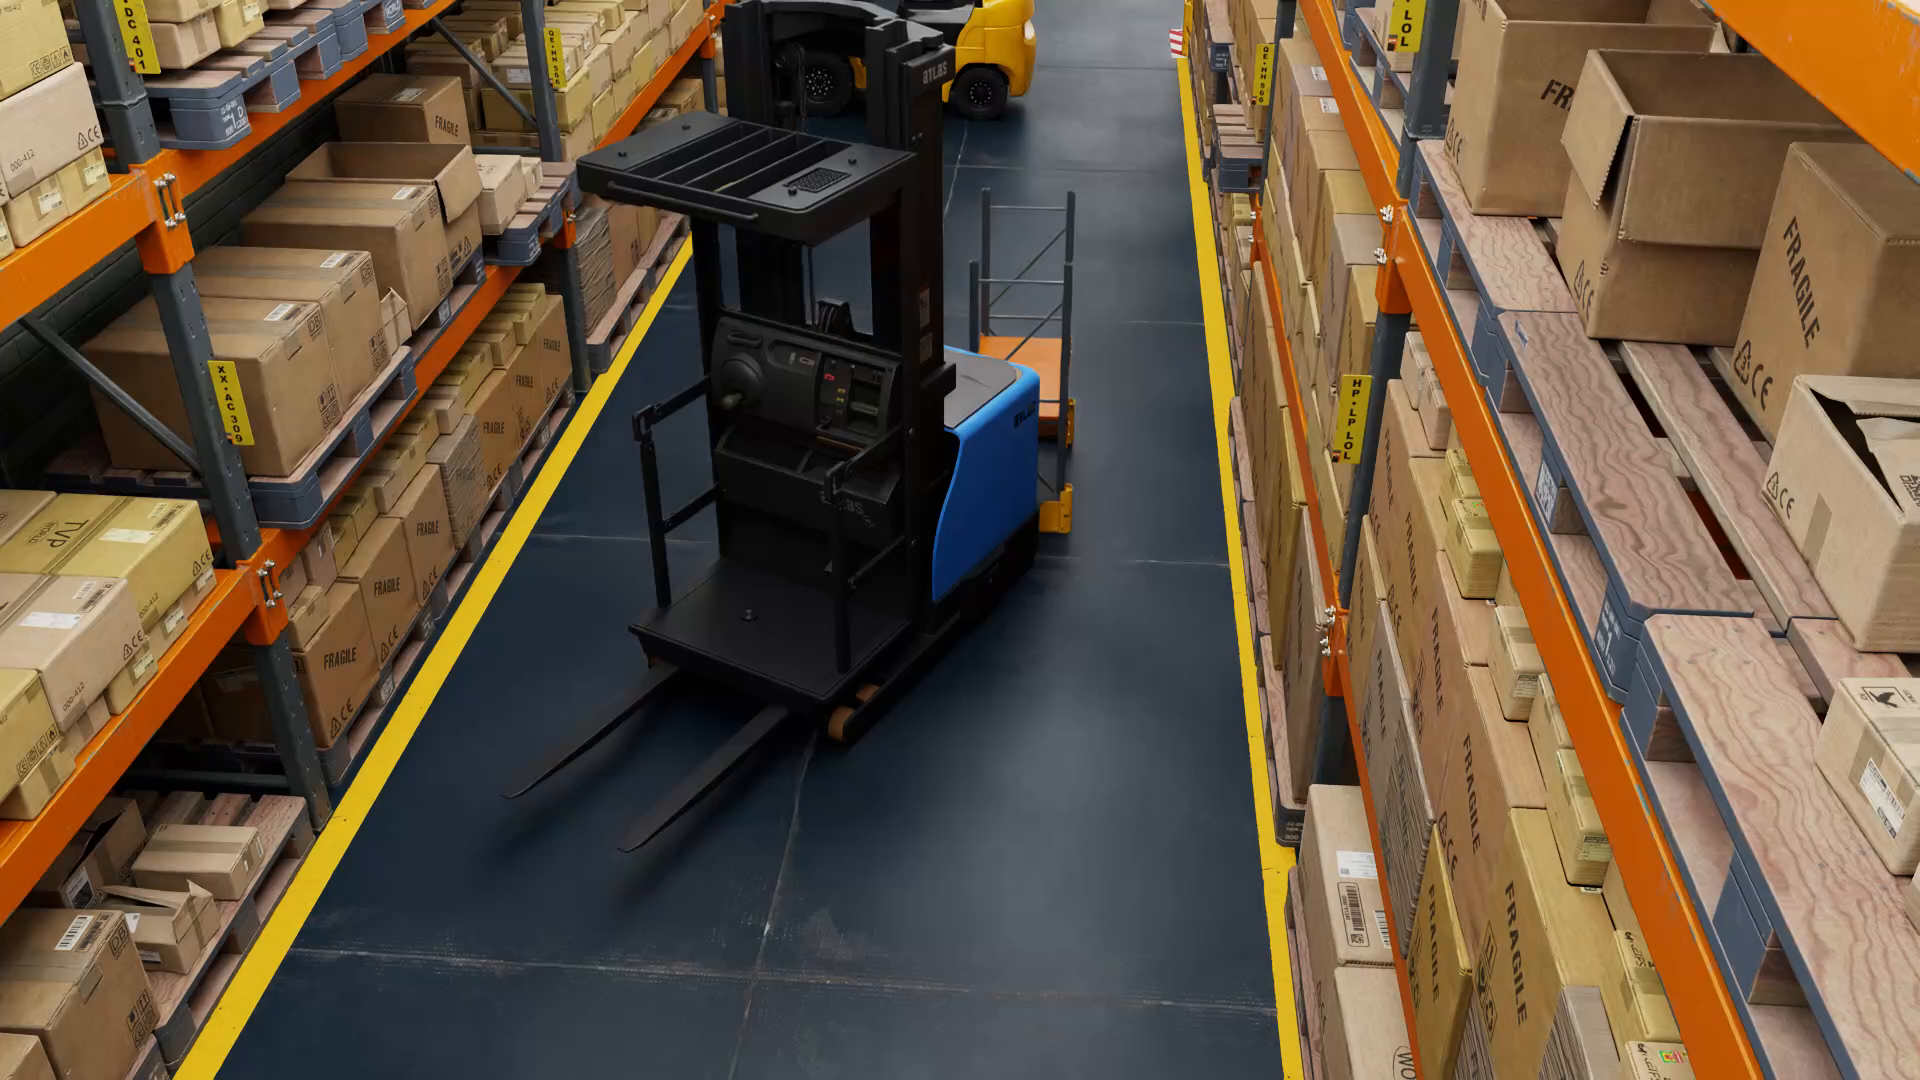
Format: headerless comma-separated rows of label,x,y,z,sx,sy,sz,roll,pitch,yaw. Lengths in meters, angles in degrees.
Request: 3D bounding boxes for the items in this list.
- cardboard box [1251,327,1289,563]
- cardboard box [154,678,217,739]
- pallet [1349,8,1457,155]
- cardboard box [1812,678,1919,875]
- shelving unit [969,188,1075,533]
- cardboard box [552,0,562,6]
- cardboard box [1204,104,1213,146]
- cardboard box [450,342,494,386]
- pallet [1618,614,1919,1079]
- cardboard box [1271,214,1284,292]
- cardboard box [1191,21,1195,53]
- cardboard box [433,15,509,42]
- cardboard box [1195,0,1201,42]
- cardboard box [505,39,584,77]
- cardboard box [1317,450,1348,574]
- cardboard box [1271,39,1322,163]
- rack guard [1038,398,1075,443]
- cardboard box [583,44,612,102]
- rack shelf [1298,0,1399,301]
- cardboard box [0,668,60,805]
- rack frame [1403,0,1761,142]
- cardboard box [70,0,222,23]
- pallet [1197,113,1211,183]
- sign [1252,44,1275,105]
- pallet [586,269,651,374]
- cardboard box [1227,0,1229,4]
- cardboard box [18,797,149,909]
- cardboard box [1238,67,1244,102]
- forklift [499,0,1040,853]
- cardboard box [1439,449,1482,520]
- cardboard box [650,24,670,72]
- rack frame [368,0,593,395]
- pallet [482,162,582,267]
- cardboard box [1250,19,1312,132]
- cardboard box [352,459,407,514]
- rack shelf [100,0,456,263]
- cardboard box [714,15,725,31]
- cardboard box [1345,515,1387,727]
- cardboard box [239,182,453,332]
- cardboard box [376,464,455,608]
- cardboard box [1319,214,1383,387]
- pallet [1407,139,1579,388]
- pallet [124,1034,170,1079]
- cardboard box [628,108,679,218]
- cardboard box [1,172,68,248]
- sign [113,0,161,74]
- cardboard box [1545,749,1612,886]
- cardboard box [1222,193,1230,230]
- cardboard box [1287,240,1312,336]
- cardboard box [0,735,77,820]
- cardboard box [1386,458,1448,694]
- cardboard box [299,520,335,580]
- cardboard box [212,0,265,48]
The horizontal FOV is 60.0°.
cardboard box,1.952,-0.462,8.266,0.875,0.875,0.875,3,32,5
cardboard box,-3.361,0.486,7.085,0.500,0.500,0.500,2,32,4
pallet,1.867,-1.597,5.806,0.805,0.209,1.217,1,32,2
cardboard box,1.417,0.318,2.260,0.380,0.149,0.250,0,32,0
shelving unit,0.333,-0.971,8.896,0.587,1.500,1.083,2,32,3
cardboard box,-2.441,-3.510,10.873,0.380,0.149,0.250,2,32,4
cardboard box,2.273,-3.432,13.681,0.500,0.250,0.500,4,32,6
cardboard box,-2.691,-0.928,8.760,0.380,0.149,0.250,3,32,5
pallet,1.566,0.544,2.234,1.003,0.211,1.213,2,32,4
cardboard box,1.853,-1.434,8.360,0.500,0.250,0.500,2,32,3
cardboard box,2.477,-4.793,15.890,0.500,0.250,0.500,2,32,4
cardboard box,-3.013,-3.125,10.249,0.380,0.149,0.250,2,32,3
cardboard box,2.438,-4.827,15.229,0.500,0.500,0.500,1,32,2
cardboard box,-2.440,-2.834,9.777,0.380,0.149,0.250,3,32,5
cardboard box,1.627,-0.102,6.199,0.500,0.250,0.500,2,32,3
cardboard box,1.883,-2.233,8.466,0.500,0.500,0.500,1,32,2
rack guard,0.368,-0.699,9.646,0.587,0.250,0.087,2,32,3
cardboard box,-2.459,-2.854,10.189,0.500,0.250,0.500,3,32,6
rack shelf,2.005,-1.937,6.860,1.077,0.370,4.000,2,32,4
cardboard box,-2.984,0.606,4.766,0.500,0.250,0.500,2,32,4
rack frame,1.842,-2.474,4.188,1.000,3.000,0.127,2,32,4
cardboard box,-2.644,-1.786,5.390,0.380,0.149,0.250,3,32,5
pallet,2.512,-3.269,13.853,1.003,0.211,1.213,2,32,4
sign,1.626,-2.489,8.902,0.100,0.325,0.005,2,32,4
pallet,-2.674,-1.464,10.924,1.003,0.211,1.213,2,32,4
cardboard box,2.129,-3.957,11.532,0.500,0.500,0.500,3,32,4
cardboard box,-3.395,1.171,6.154,0.500,0.311,0.500,4,32,6
cardboard box,1.922,-2.818,10.303,0.380,0.149,0.250,3,32,5
forklift,-0.787,-0.631,6.980,1.130,2.935,3.031,17,36,26
cardboard box,1.492,-0.113,4.408,0.380,0.149,0.250,2,32,4
cardboard box,-2.341,-3.454,11.638,0.500,0.250,0.500,3,32,4
rack frame,-2.780,-2.222,9.496,1.000,3.000,0.127,2,32,4
pallet,-2.765,-1.783,8.967,1.213,0.211,1.003,2,32,4
cardboard box,1.927,-2.609,9.346,0.500,0.500,0.500,2,32,3
cardboard box,-2.790,-0.253,7.666,0.380,0.149,0.250,2,32,4
rack shelf,-2.943,-2.147,7.201,1.077,0.370,4.000,2,32,4
cardboard box,-2.051,-4.254,14.061,0.500,0.250,0.500,3,32,4
cardboard box,1.543,0.271,5.355,0.500,0.500,0.500,3,32,6
cardboard box,-2.737,-1.276,7.466,0.700,0.500,0.500,2,32,4
cardboard box,-2.764,-0.028,7.919,0.500,0.500,0.500,2,32,3
cardboard box,1.663,-0.904,6.309,0.500,0.500,0.500,3,32,5
pallet,1.765,-0.732,4.304,1.003,0.211,1.213,2,32,4
pallet,-3.259,2.056,5.214,1.003,0.211,1.213,2,32,4
cardboard box,-2.557,-2.803,12.302,0.875,0.625,0.625,2,32,3
cardboard box,-2.864,-0.972,4.848,0.380,0.149,0.250,2,32,4
sign,-2.564,-1.608,5.149,0.100,0.325,0.005,2,32,4
cardboard box,1.395,0.561,3.314,0.380,0.149,0.250,3,32,5
cardboard box,2.398,-2.513,12.073,0.950,0.372,0.625,4,32,7
cardboard box,1.729,-1.112,7.361,0.500,0.250,0.500,3,32,5
cardboard box,-2.918,0.699,4.996,0.380,0.149,0.250,2,32,3
cardboard box,1.514,0.114,4.658,0.500,0.500,0.500,2,32,3
cardboard box,-2.838,0.038,6.910,0.380,0.149,0.250,1,32,2
cardboard box,-2.629,-1.795,5.688,0.380,0.149,0.250,3,32,5
